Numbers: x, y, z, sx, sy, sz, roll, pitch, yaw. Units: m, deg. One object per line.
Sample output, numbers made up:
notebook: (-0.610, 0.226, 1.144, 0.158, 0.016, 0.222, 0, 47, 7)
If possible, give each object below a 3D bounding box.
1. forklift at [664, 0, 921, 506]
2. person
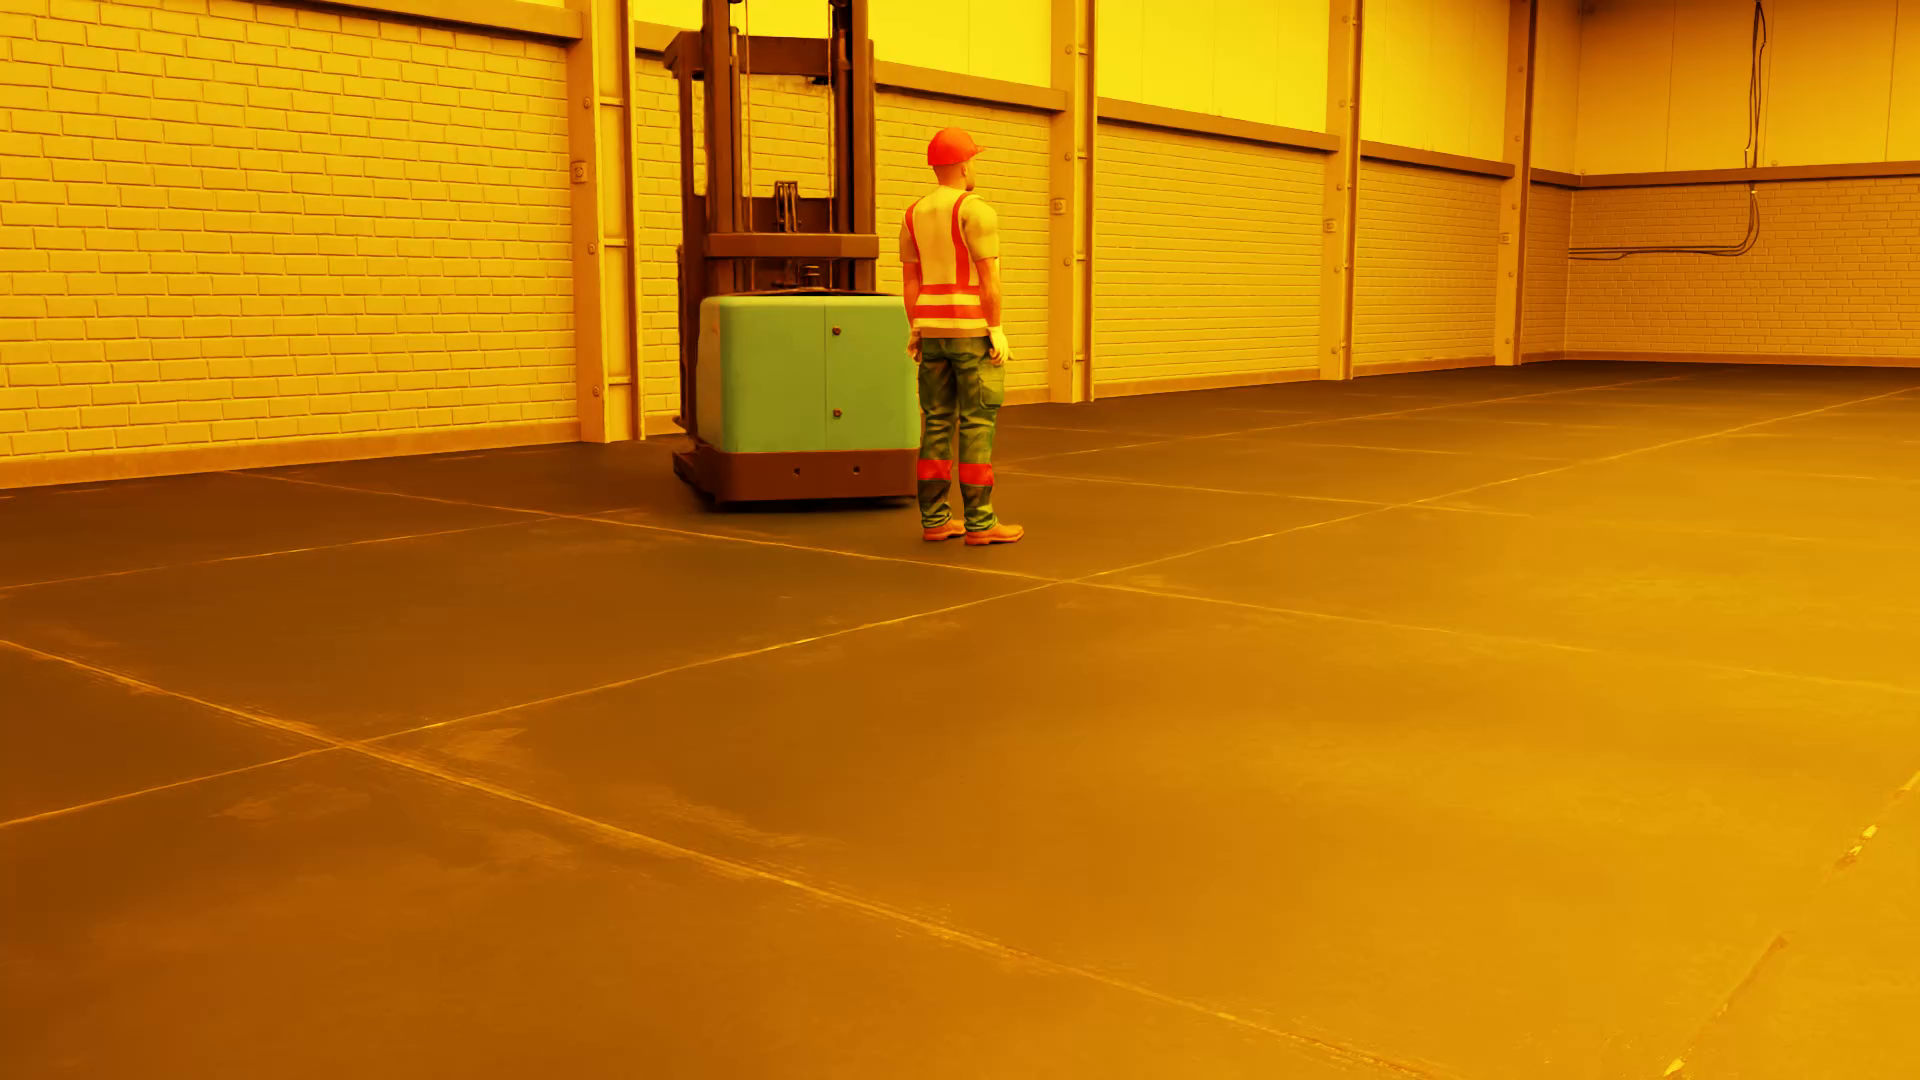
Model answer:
forklift: (-1.084, -1.798, 9.570, 1.130, 2.935, 3.031, -2, 9, -16)
person: (-0.002, -0.887, 7.290, 0.536, 1.795, 0.369, 7, 11, 38)
